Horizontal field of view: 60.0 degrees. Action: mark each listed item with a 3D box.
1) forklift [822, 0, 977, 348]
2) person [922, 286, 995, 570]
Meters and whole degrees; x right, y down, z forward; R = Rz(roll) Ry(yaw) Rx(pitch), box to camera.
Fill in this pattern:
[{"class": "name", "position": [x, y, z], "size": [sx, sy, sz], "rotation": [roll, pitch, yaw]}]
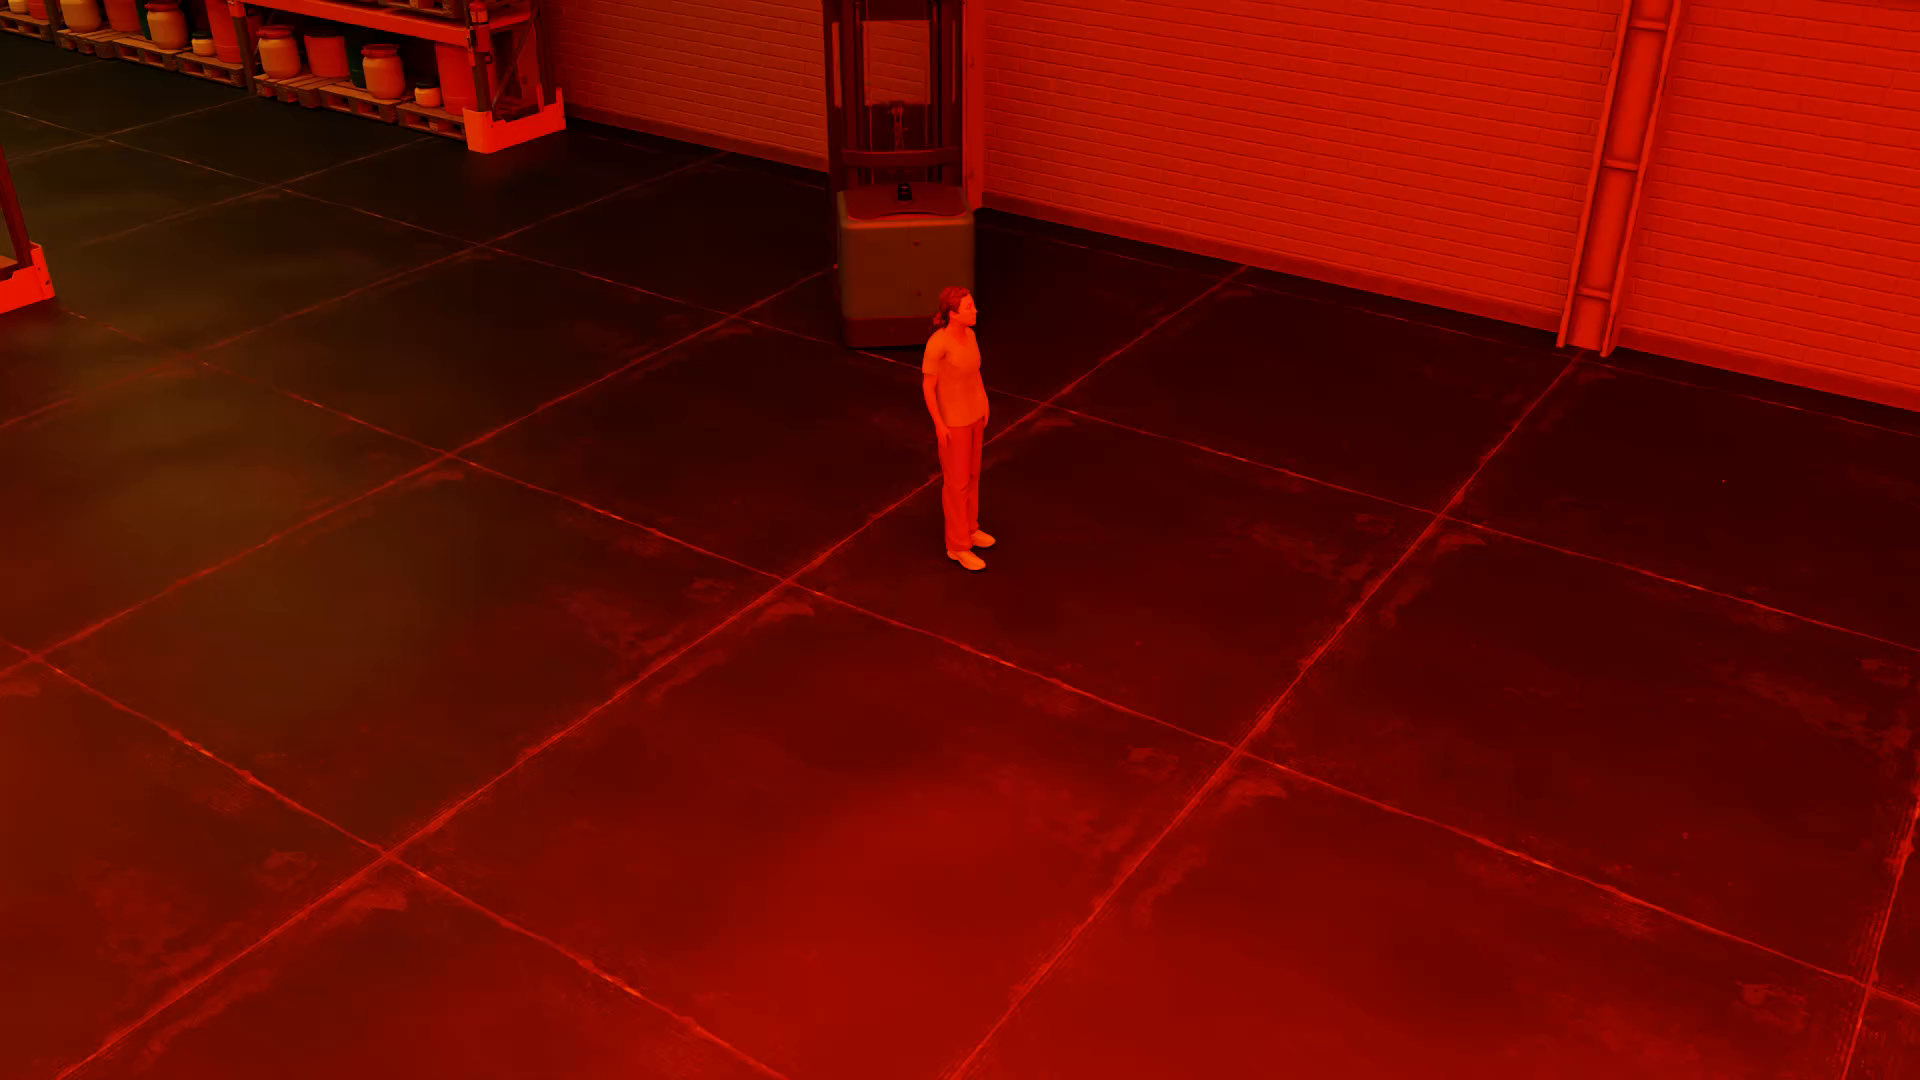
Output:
[{"class": "forklift", "position": [-0.551, -3.479, 13.573], "size": [1.130, 2.935, 3.031], "rotation": [-3, 30, -6]}, {"class": "person", "position": [0.055, -0.706, 10.032], "size": [0.548, 1.673, 0.554], "rotation": [19, 35, 29]}]
